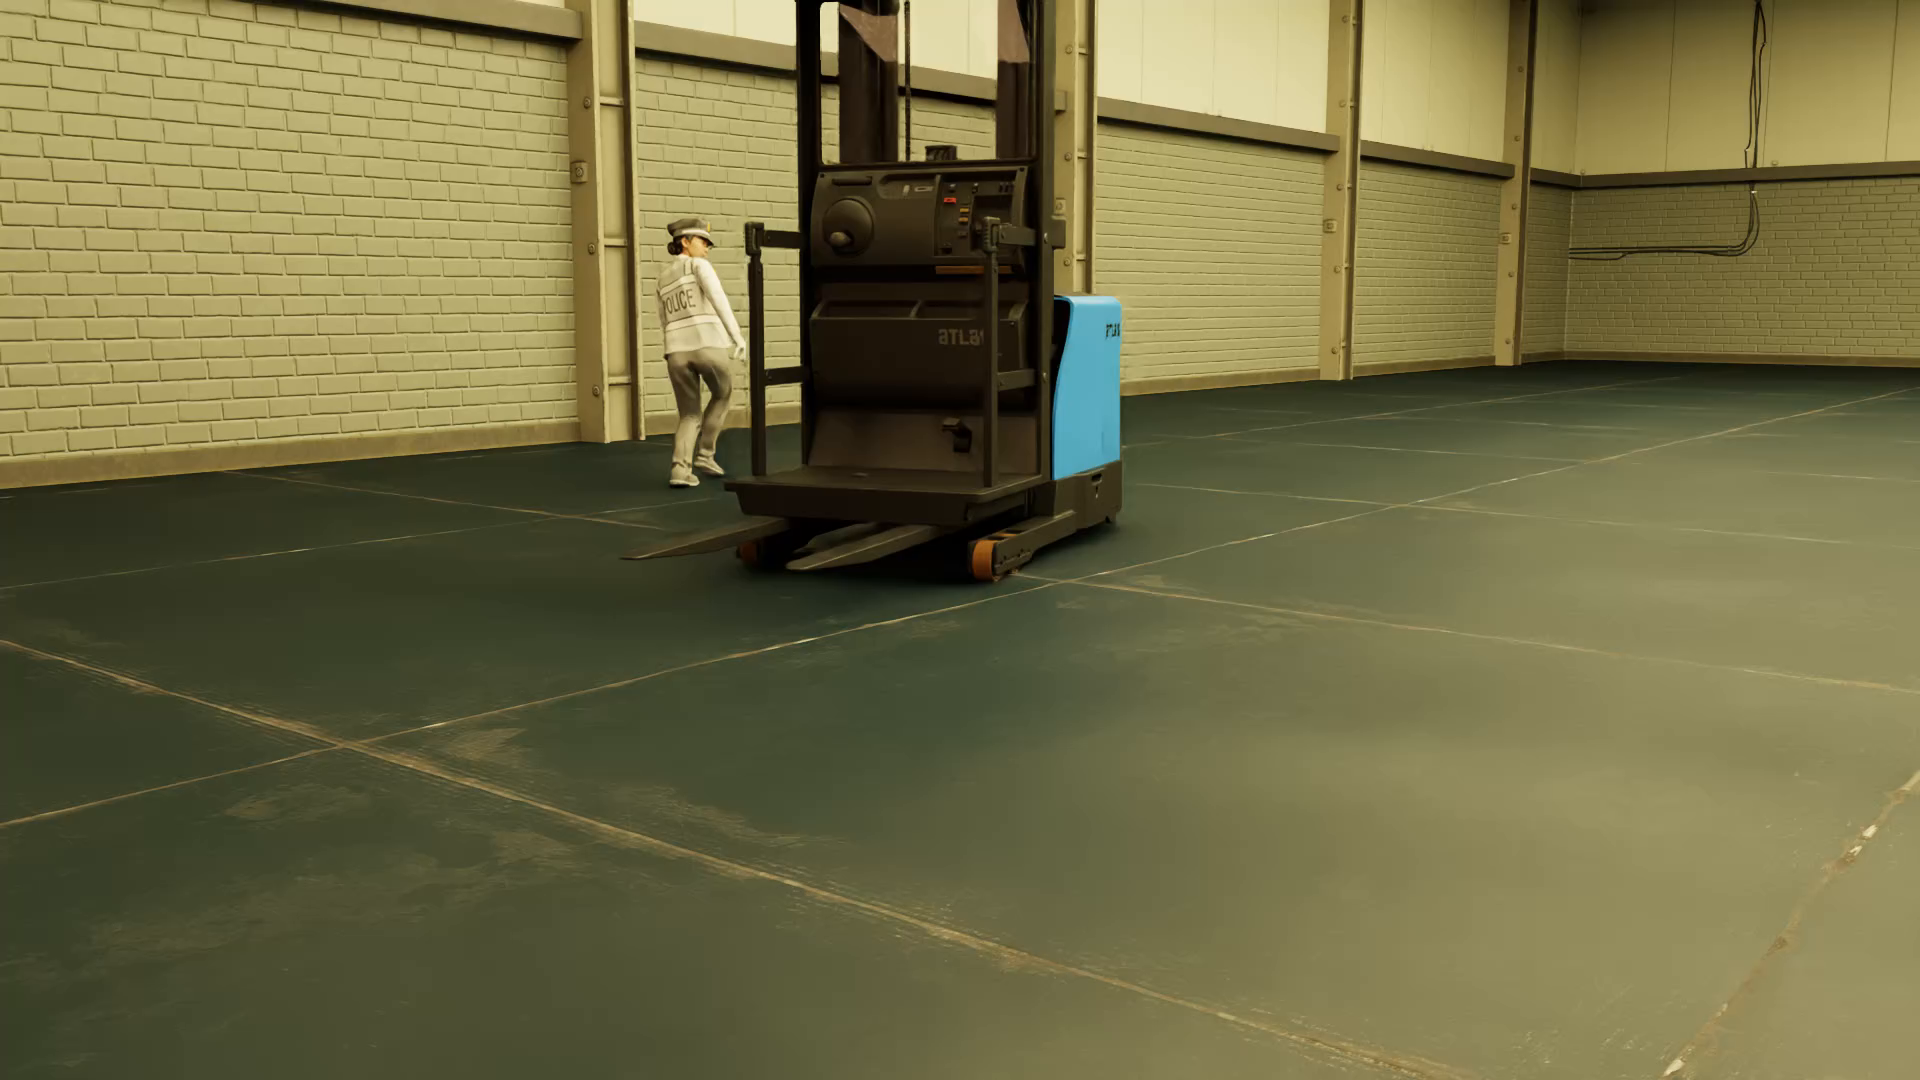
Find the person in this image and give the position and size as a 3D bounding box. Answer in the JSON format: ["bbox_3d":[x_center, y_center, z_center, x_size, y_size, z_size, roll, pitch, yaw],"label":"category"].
[{"bbox_3d":[-1.420,-1.082,9.597,0.701,1.525,0.729,3,9,18],"label":"person"}]

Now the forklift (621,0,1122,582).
[{"bbox_3d":[-0.249,-1.358,6.563,1.130,2.935,3.031,3,9,21],"label":"forklift"}]
